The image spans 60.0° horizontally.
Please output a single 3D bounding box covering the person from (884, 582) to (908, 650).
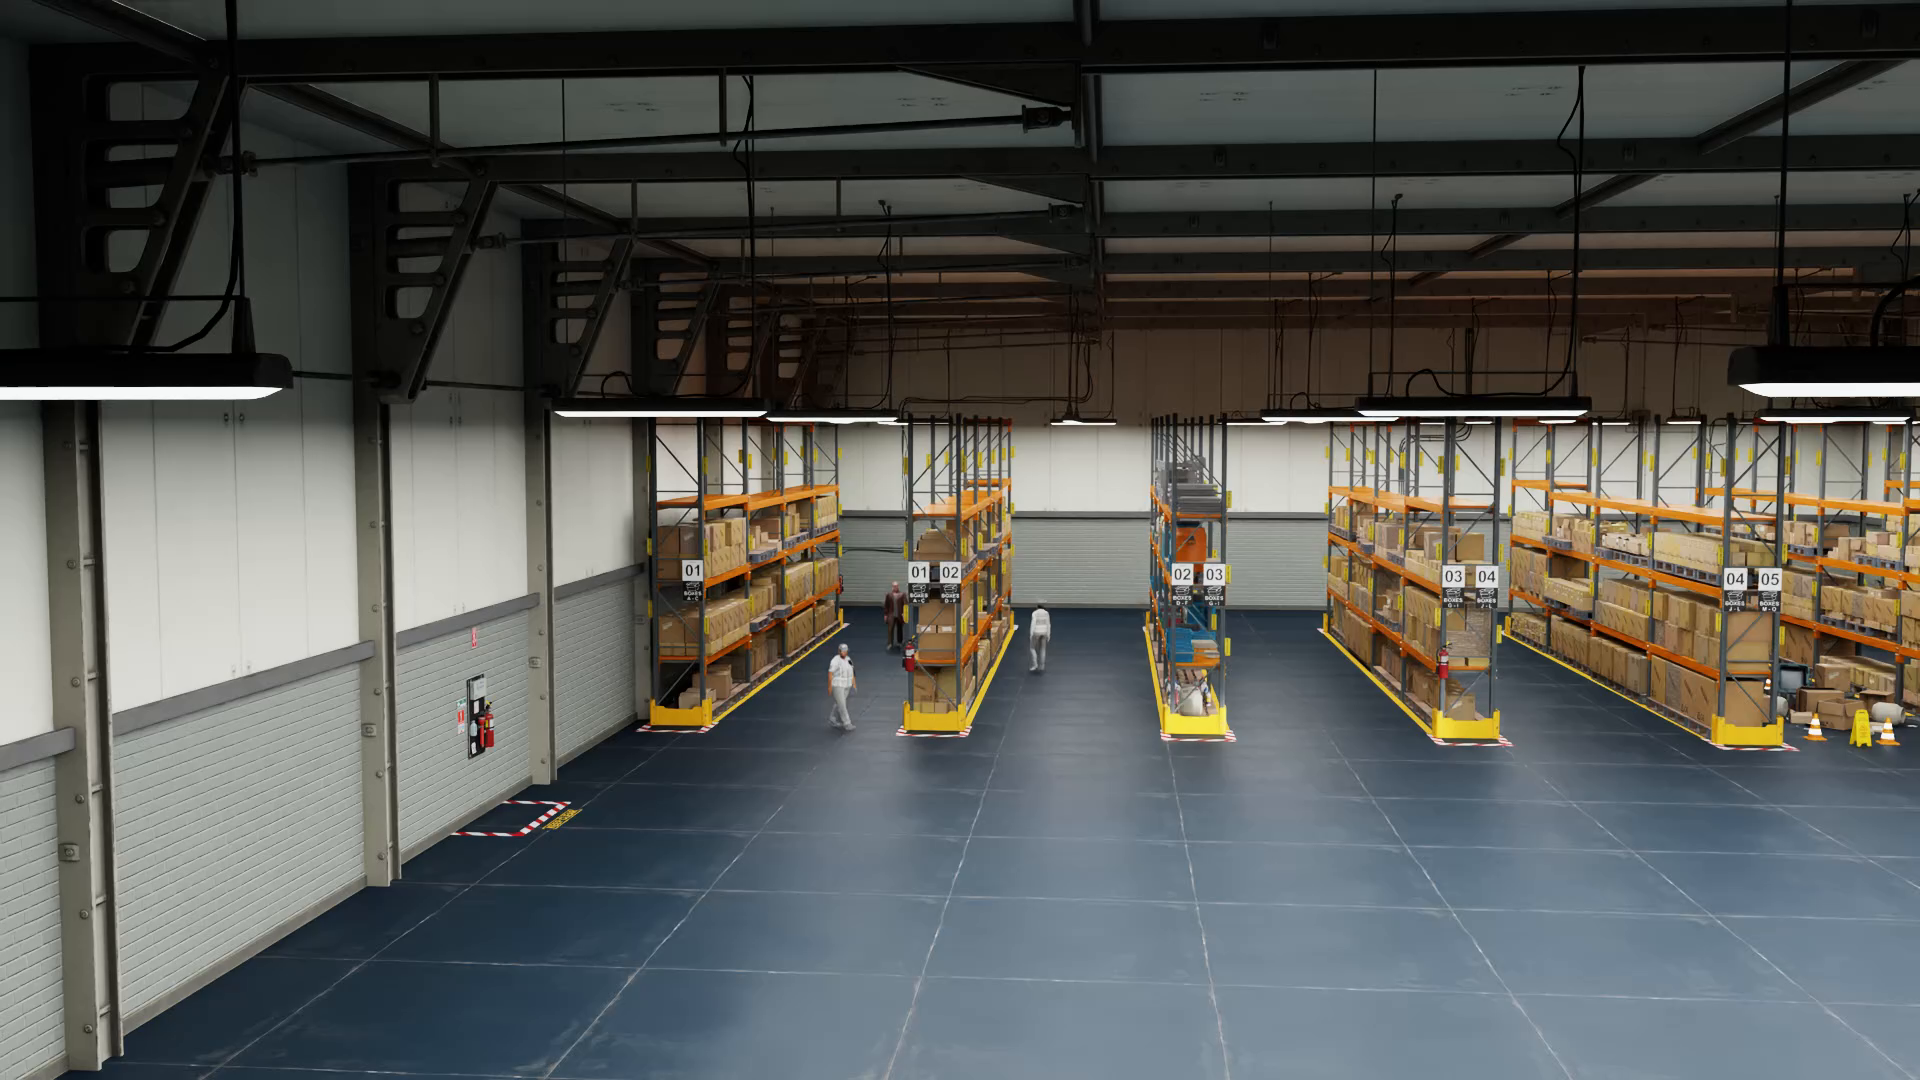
[{"bbox_3d":[-1.669,1.987,42.933,0.635,1.632,1.115,0,4,0],"label":"person"}]

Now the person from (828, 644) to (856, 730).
[{"bbox_3d":[-2.196,2.772,31.524,0.982,1.607,0.536,3,5,41],"label":"person"}]

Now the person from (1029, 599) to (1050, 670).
[{"bbox_3d":[1.886,2.248,39.352,0.519,1.707,0.352,-1,4,-19],"label":"person"}]
